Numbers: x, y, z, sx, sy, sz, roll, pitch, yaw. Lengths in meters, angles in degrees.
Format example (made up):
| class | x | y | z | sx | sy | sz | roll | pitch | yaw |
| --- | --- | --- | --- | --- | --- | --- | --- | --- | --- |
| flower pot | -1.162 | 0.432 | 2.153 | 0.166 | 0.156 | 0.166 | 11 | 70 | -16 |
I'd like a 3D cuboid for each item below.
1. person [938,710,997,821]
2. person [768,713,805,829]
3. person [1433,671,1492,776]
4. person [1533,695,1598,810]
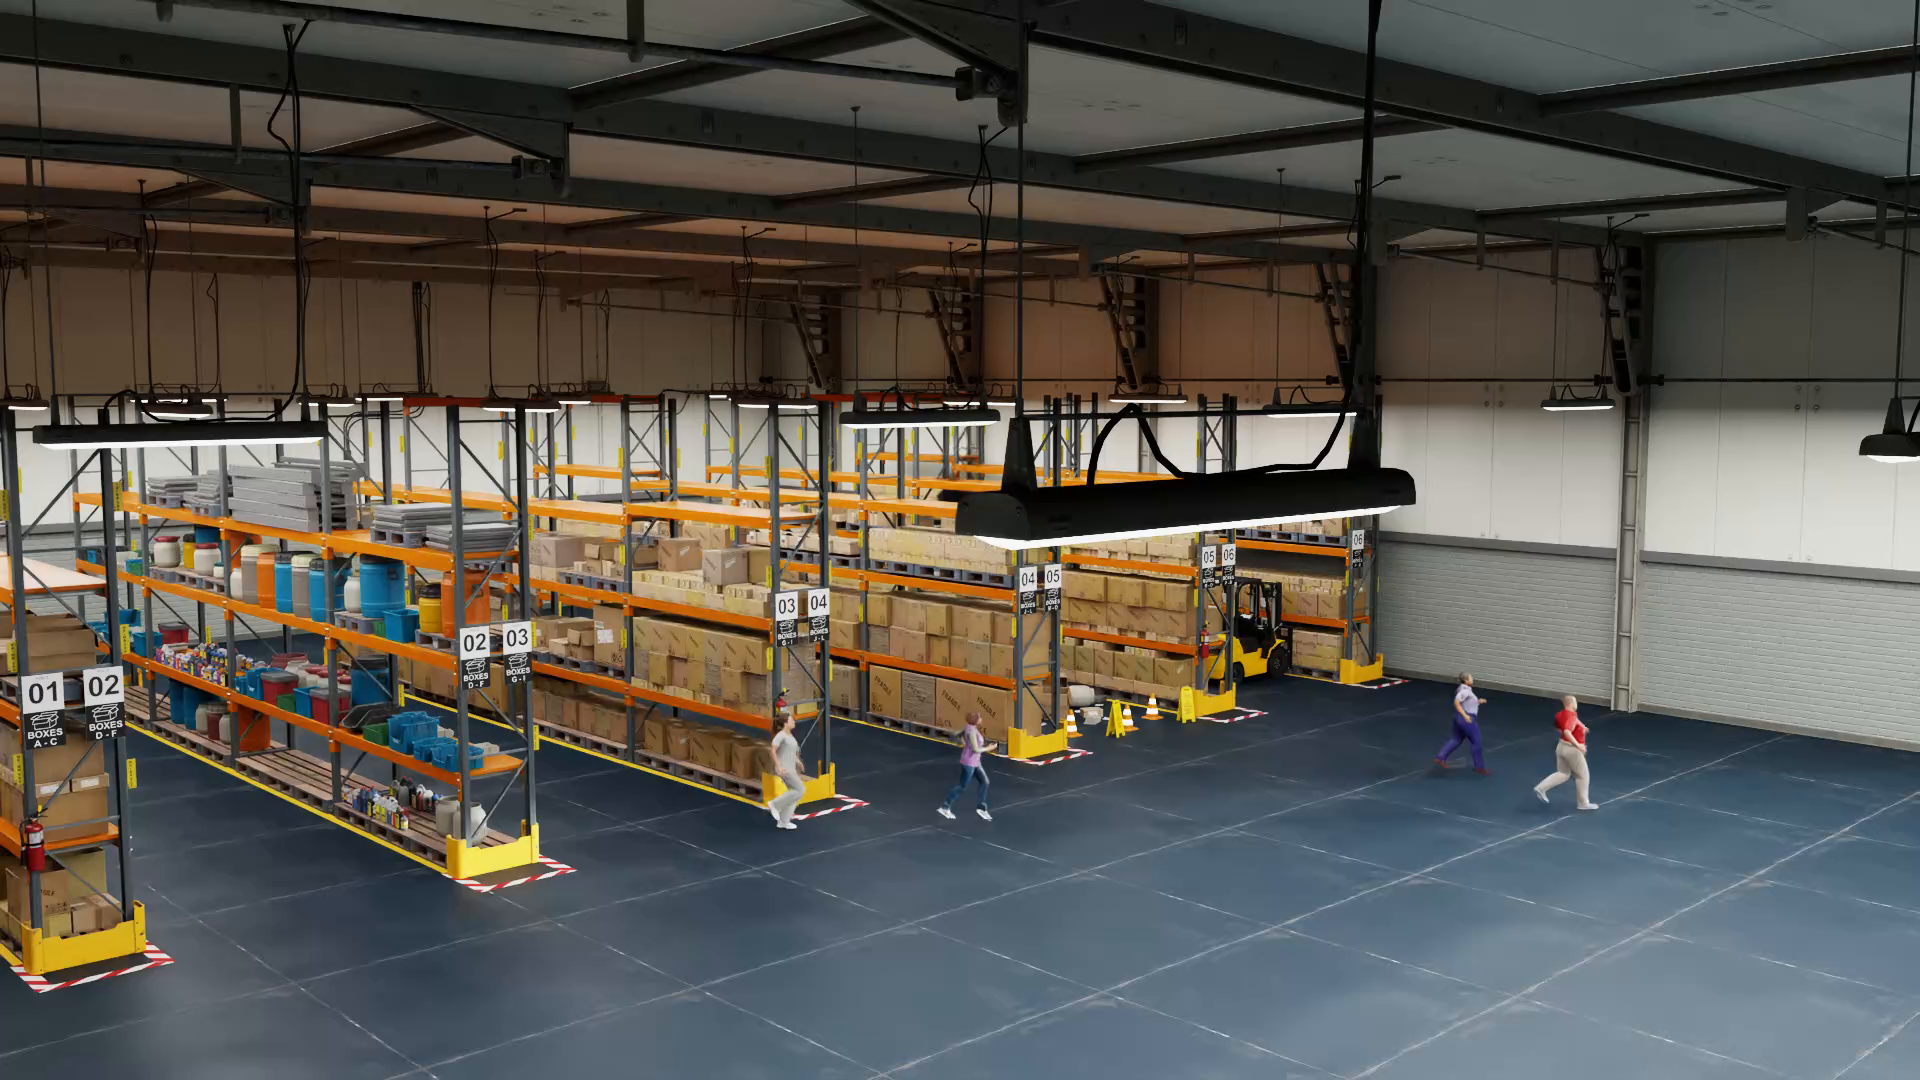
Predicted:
| class | x | y | z | sx | sy | sz | roll | pitch | yaw |
| --- | --- | --- | --- | --- | --- | --- | --- | --- | --- |
| person | 0.108 | 3.238 | 23.807 | 0.845 | 1.633 | 0.546 | 0 | 6 | 1 |
| person | -2.422 | 3.254 | 23.596 | 0.525 | 1.595 | 0.598 | 1 | 6 | 10 |
| person | 8.063 | 2.929 | 26.594 | 0.895 | 1.671 | 0.594 | 0 | 6 | -1 |
| person | 8.927 | 3.114 | 24.390 | 0.943 | 1.699 | 0.673 | -1 | 6 | -8 |
